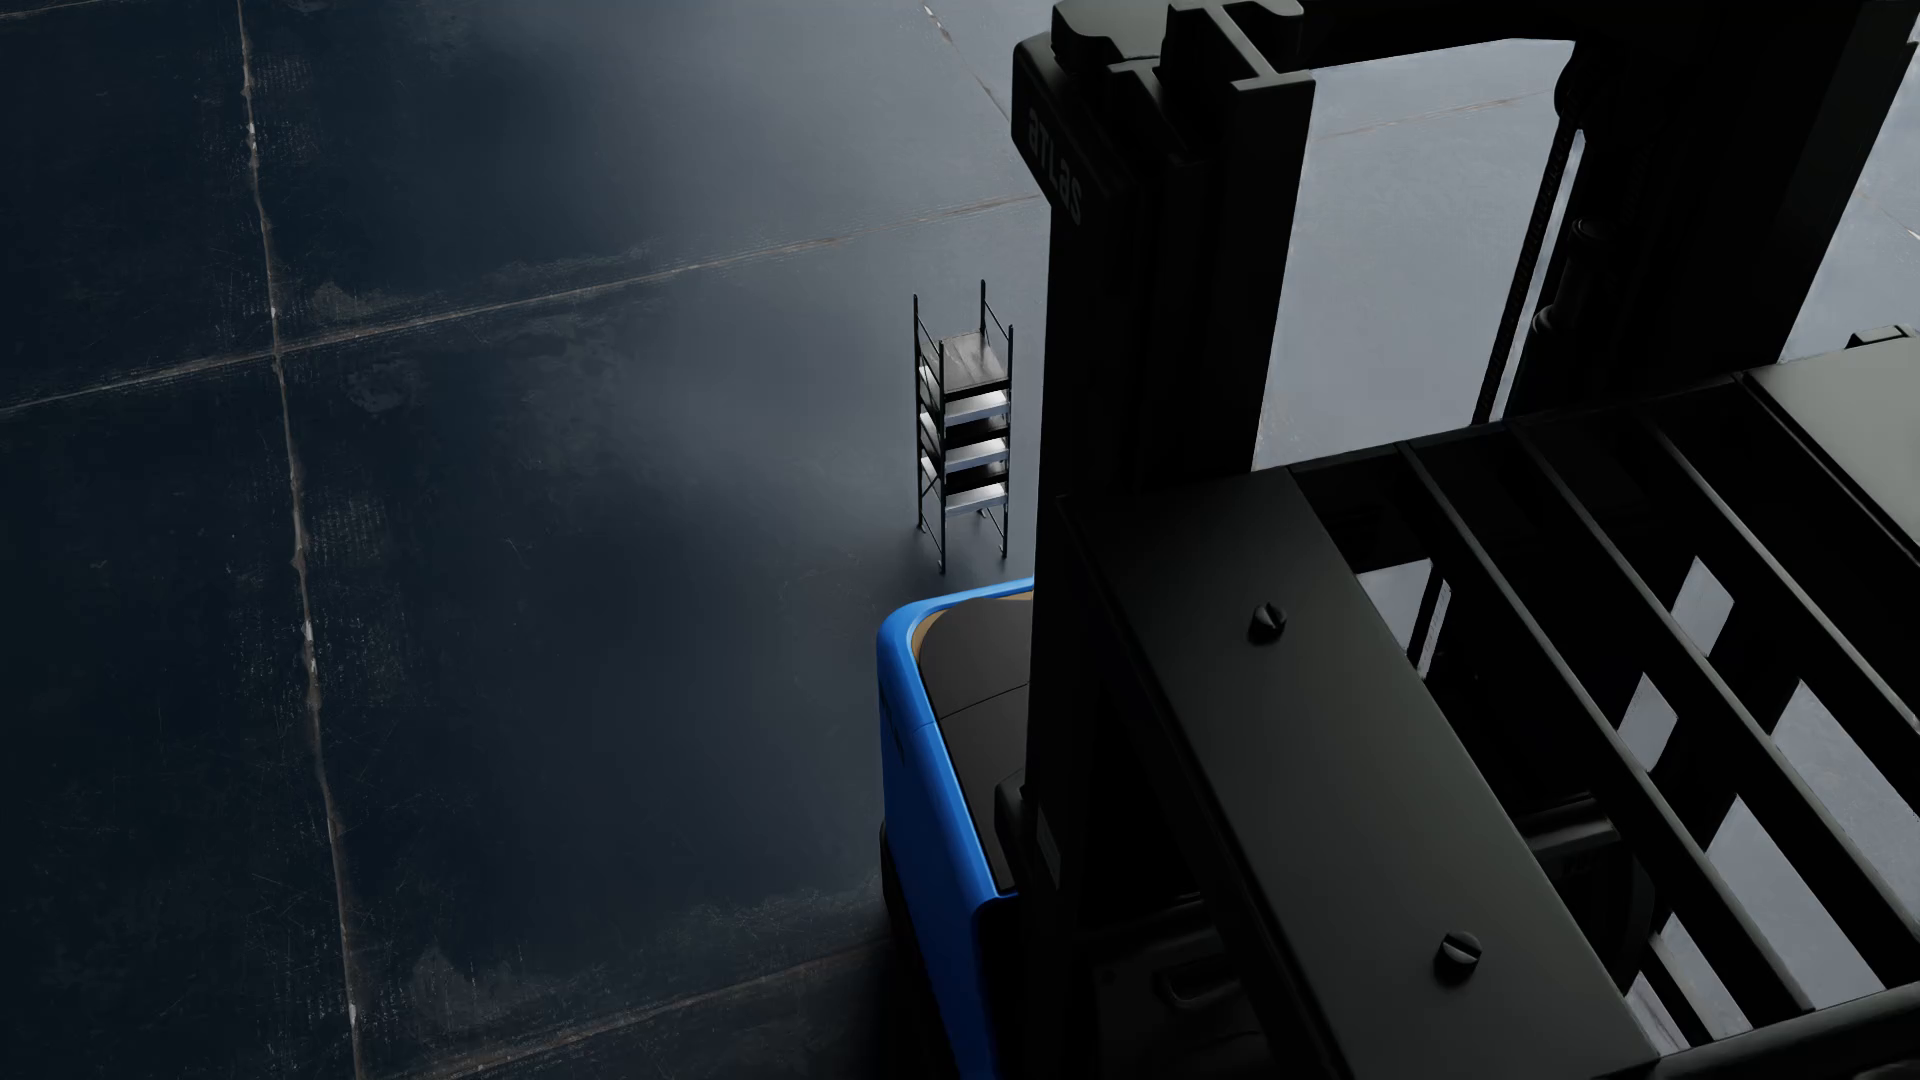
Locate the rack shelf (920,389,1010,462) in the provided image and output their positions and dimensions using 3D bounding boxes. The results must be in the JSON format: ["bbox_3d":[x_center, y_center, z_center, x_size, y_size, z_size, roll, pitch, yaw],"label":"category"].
[{"bbox_3d":[0.008,-0.360,4.893,0.200,0.077,0.258,-14,47,-14],"label":"rack shelf"}]

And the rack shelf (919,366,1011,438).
[{"bbox_3d":[0.008,-0.423,4.829,0.200,0.077,0.258,-14,47,-14],"label":"rack shelf"}]

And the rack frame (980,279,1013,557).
[{"bbox_3d":[0.103,-0.344,4.958,0.006,0.900,0.240,-14,47,-14],"label":"rack frame"}]

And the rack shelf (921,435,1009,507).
[{"bbox_3d":[0.008,-0.233,5.021,0.200,0.077,0.258,-14,47,-14],"label":"rack shelf"}]

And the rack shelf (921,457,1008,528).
[{"bbox_3d":[0.008,-0.169,5.084,0.200,0.077,0.258,-14,47,-14],"label":"rack shelf"}]

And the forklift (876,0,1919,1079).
[{"bbox_3d":[0.707,0.778,2.405,1.130,2.935,3.031,-12,46,-11],"label":"forklift"}]

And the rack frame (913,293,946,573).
[{"bbox_3d":[-0.088,-0.295,4.909,0.006,0.900,0.240,-14,47,-14],"label":"rack frame"}]

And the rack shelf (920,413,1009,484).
[{"bbox_3d":[0.008,-0.296,4.957,0.200,0.077,0.258,-14,47,-14],"label":"rack shelf"}]

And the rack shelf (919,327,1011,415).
[{"bbox_3d":[0.008,-0.487,4.766,0.200,0.077,0.258,-14,47,-14],"label":"rack shelf"}]

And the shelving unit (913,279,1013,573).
[{"bbox_3d":[0.008,-0.320,4.933,0.210,0.900,0.258,-14,47,-14],"label":"shelving unit"}]
